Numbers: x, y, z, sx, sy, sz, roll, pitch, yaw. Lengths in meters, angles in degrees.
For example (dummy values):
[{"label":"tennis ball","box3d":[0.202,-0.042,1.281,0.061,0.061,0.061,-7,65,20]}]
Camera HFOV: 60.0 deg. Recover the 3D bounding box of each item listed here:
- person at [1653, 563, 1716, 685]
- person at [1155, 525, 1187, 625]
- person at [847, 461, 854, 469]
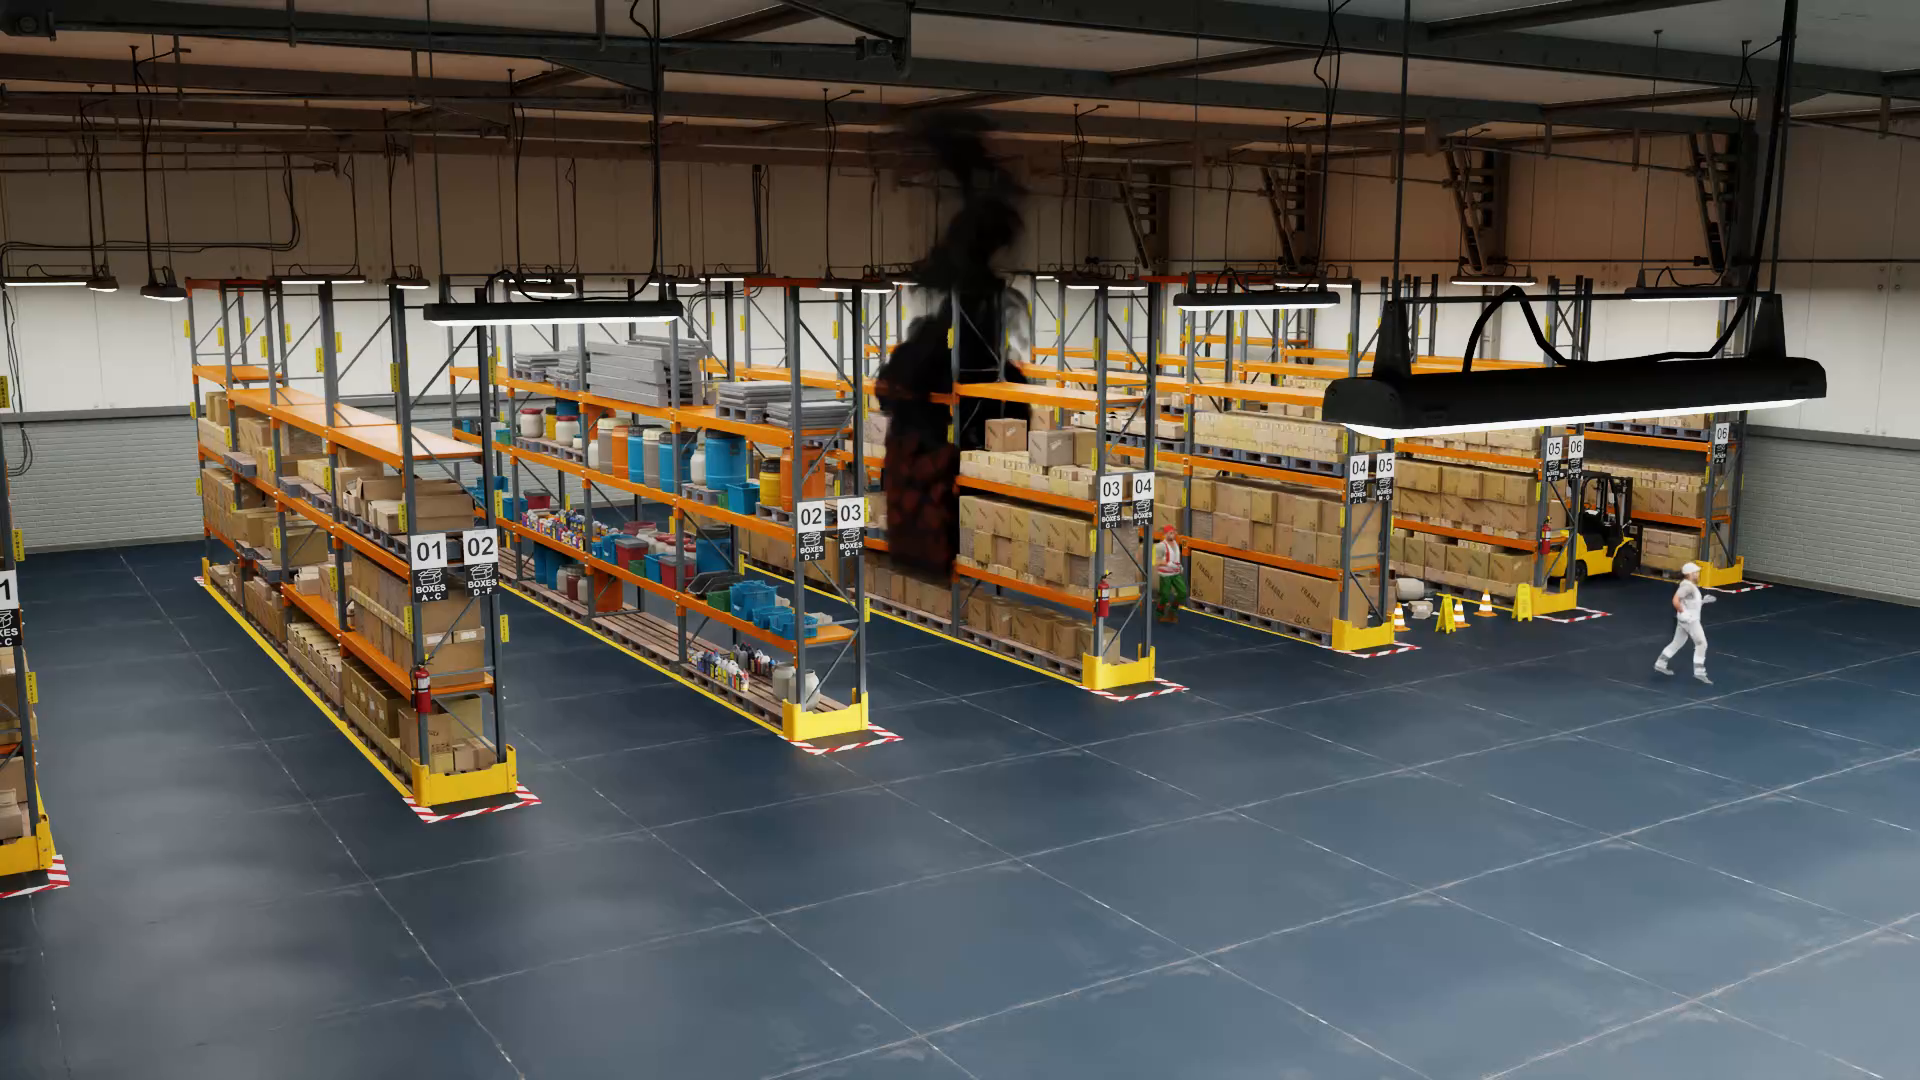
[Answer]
[{"label":"person","box3d":[10.982,1.252,25.118,0.830,1.838,0.653,2,10,13]},{"label":"person","box3d":[3.679,0.618,29.002,0.628,1.784,0.692,-6,11,-31]},{"label":"person","box3d":[-2.786,-1.492,41.885,0.794,1.660,0.774,-2,10,-13]}]
